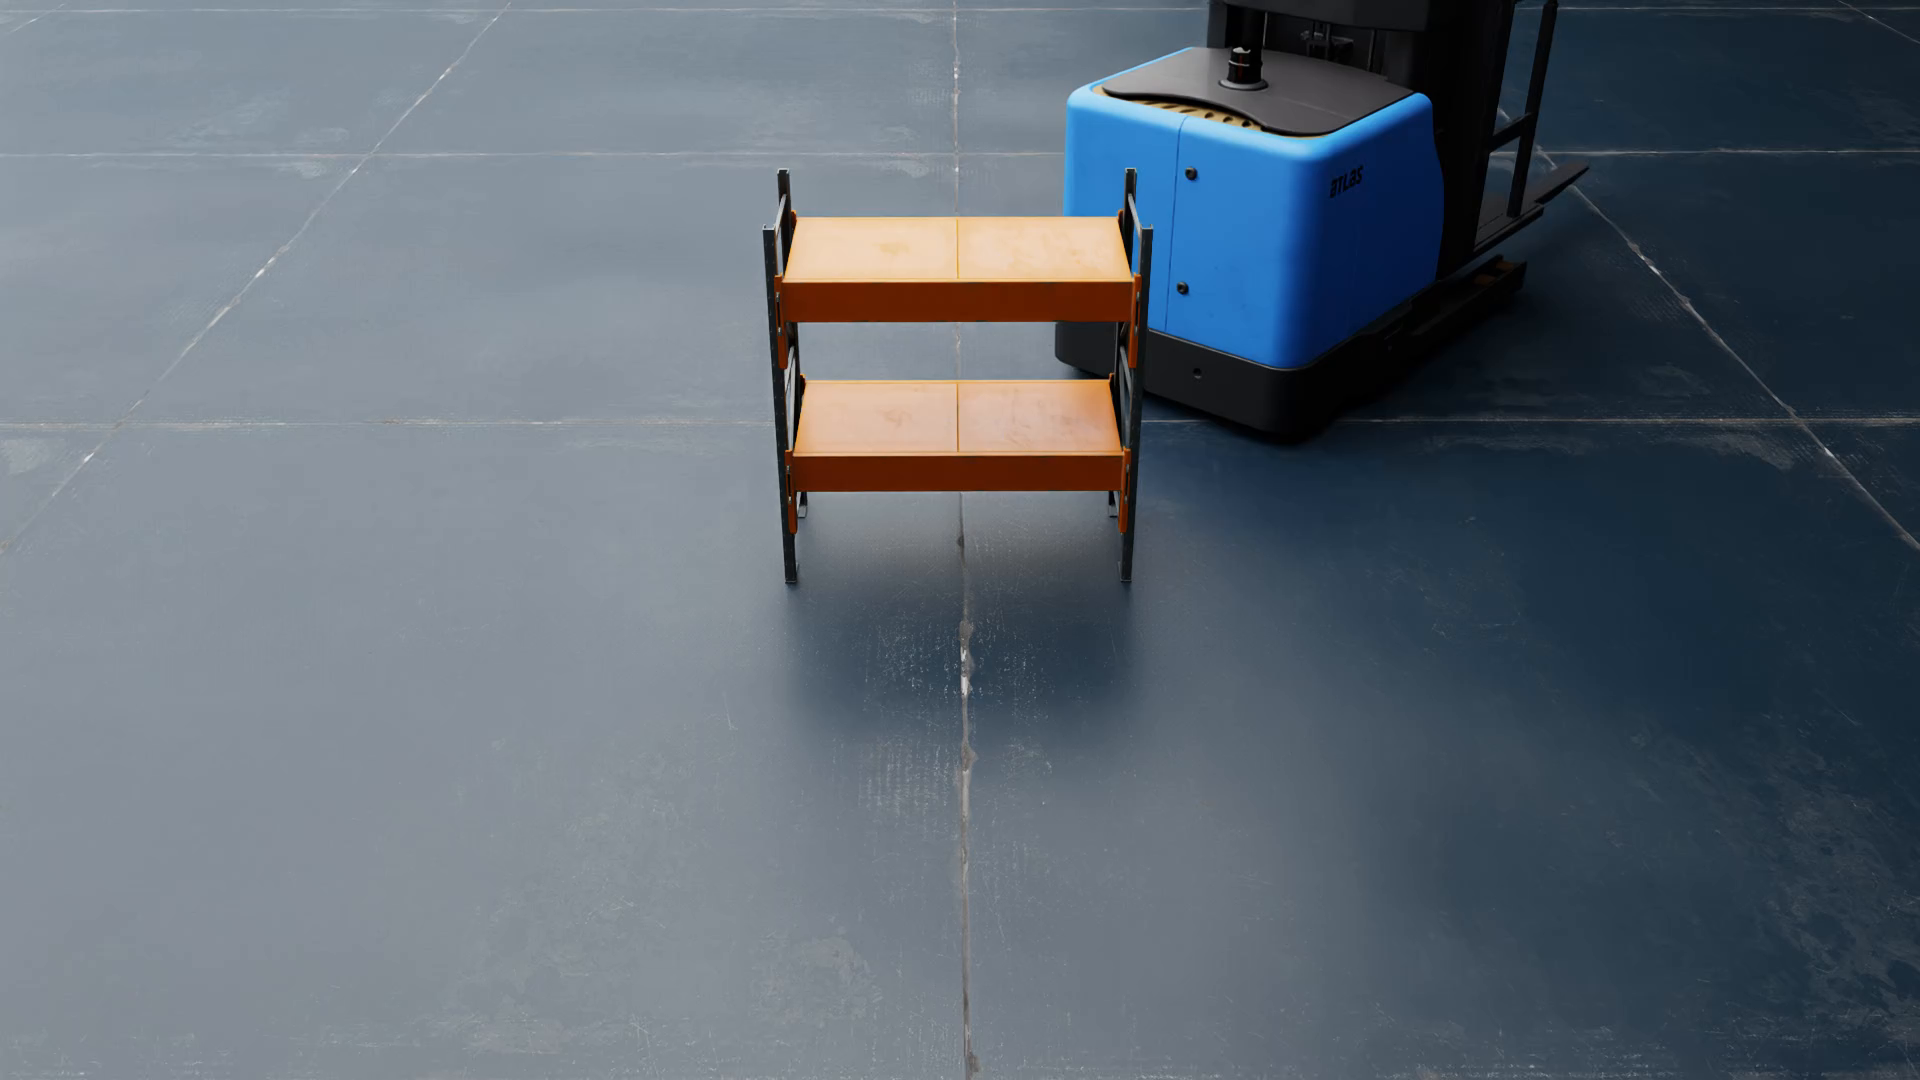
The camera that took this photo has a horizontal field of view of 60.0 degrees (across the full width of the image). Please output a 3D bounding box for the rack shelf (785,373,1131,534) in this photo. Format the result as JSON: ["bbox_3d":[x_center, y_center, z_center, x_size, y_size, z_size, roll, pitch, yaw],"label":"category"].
[{"bbox_3d":[-0.007,-0.272,5.085,1.000,0.278,0.538,0,31,0],"label":"rack shelf"}]

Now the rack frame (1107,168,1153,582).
[{"bbox_3d":[0.502,-0.482,4.961,0.032,1.125,0.500,0,31,0],"label":"rack frame"}]

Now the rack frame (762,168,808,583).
[{"bbox_3d":[-0.515,-0.479,4.956,0.032,1.125,0.500,0,31,0],"label":"rack frame"}]

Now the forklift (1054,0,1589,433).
[{"bbox_3d":[1.685,-2.312,6.235,1.130,2.935,3.031,23,38,33],"label":"forklift"}]

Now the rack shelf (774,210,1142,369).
[{"bbox_3d":[-0.007,-0.731,4.806,1.000,0.278,0.538,0,31,0],"label":"rack shelf"}]

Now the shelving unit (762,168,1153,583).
[{"bbox_3d":[-0.007,-0.481,4.958,1.048,1.125,0.538,0,31,0],"label":"shelving unit"}]
